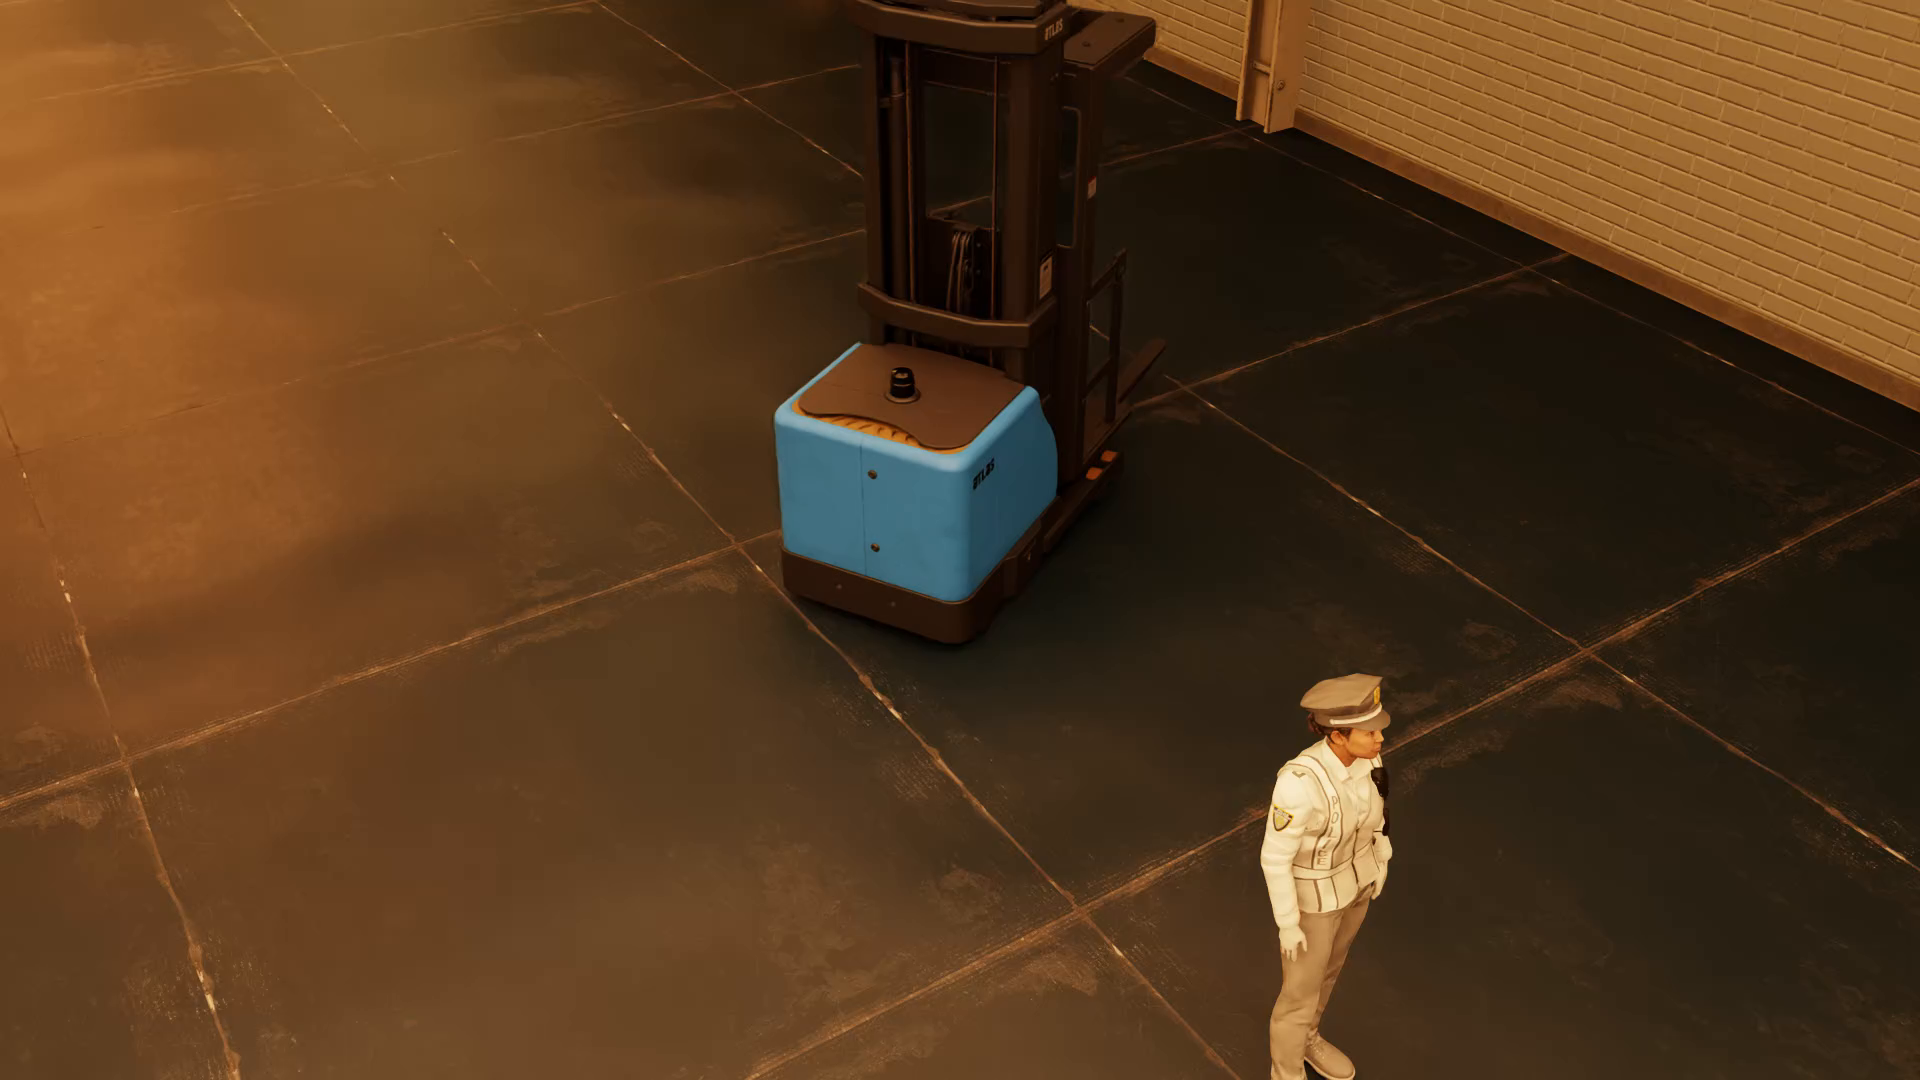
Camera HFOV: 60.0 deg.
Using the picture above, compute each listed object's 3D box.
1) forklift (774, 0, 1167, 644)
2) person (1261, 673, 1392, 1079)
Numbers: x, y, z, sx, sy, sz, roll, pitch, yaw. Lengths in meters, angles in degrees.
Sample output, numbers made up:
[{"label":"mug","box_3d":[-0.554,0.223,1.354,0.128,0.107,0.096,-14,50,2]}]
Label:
[{"label":"forklift","box_3d":[0.249,-1.538,8.336,1.130,2.935,3.031,17,38,22]},{"label":"person","box_3d":[1.265,1.189,5.518,0.587,1.693,0.529,-28,44,-33]}]
